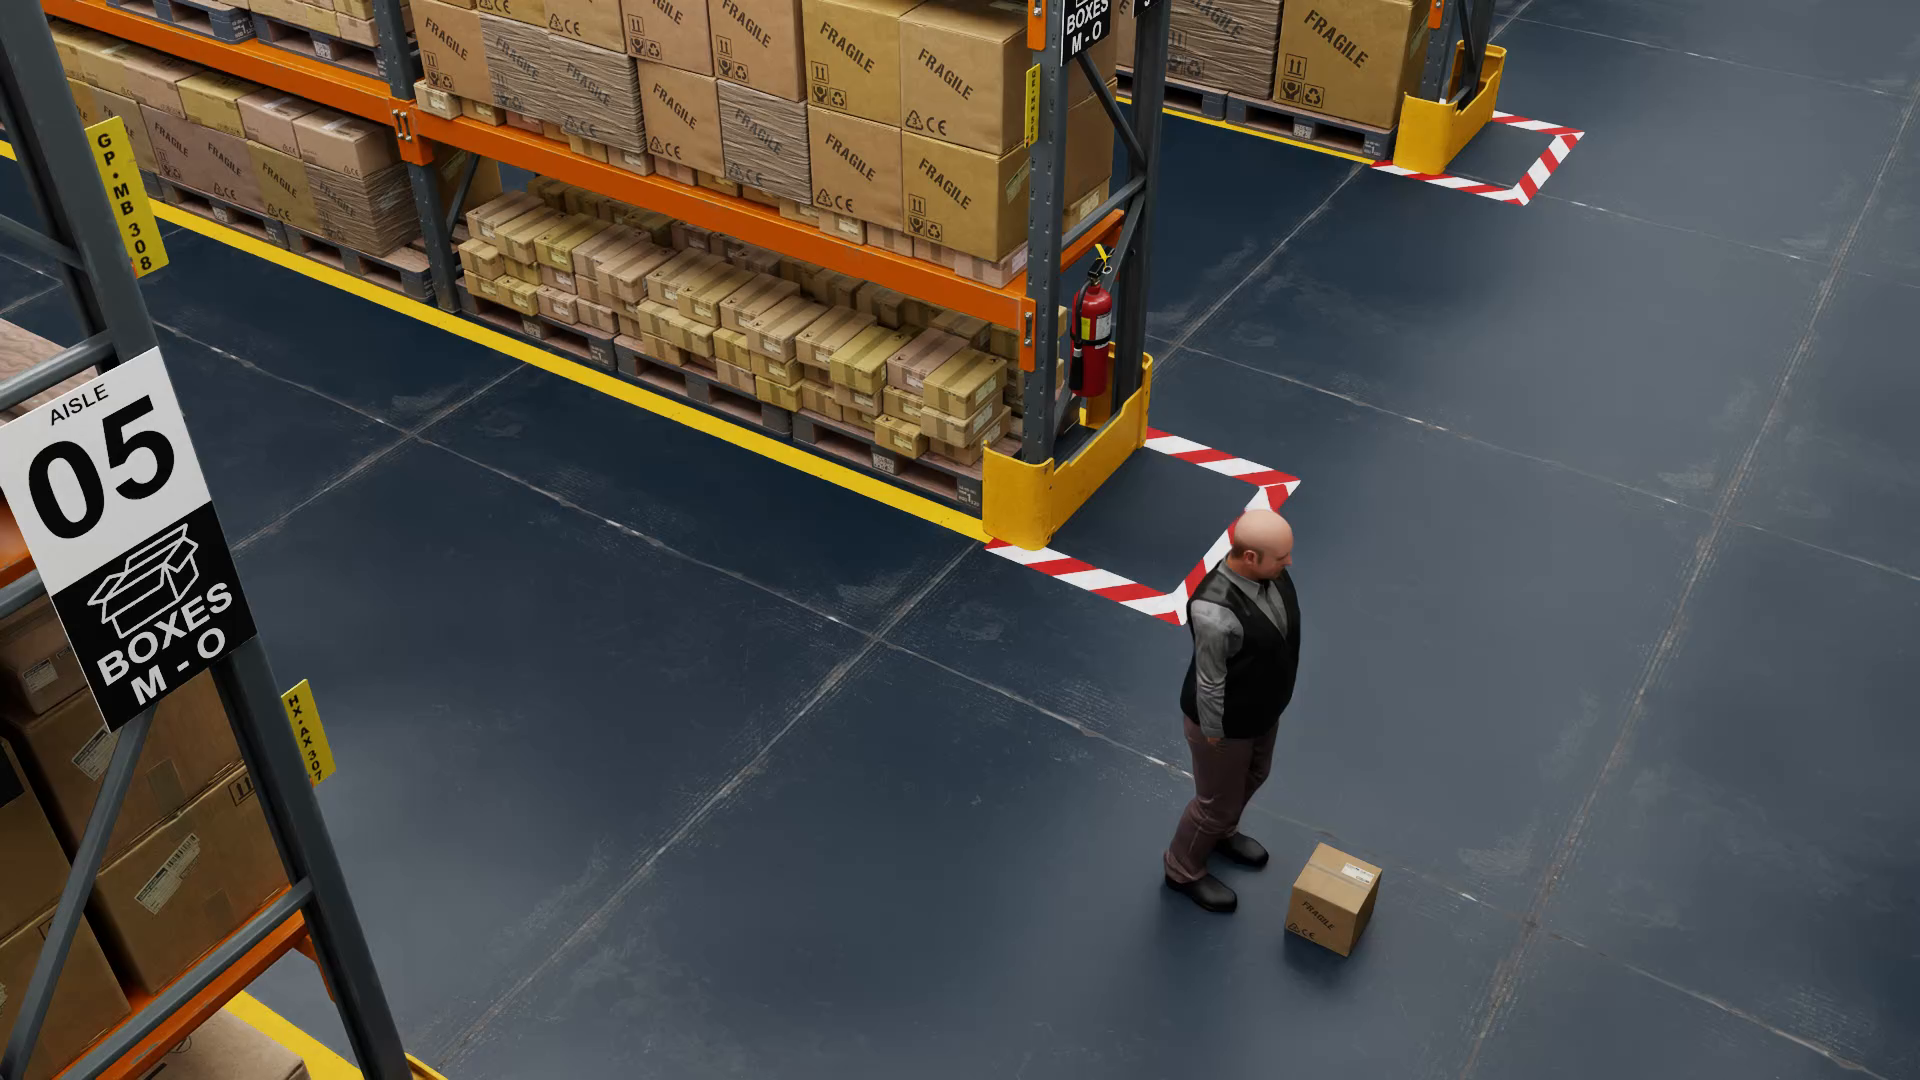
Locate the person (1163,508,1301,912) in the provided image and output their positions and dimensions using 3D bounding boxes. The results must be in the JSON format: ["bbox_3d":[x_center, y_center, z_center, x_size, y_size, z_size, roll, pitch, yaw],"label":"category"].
[{"bbox_3d":[0.995,0.589,5.961,0.357,1.714,0.534,22,43,26],"label":"person"}]
